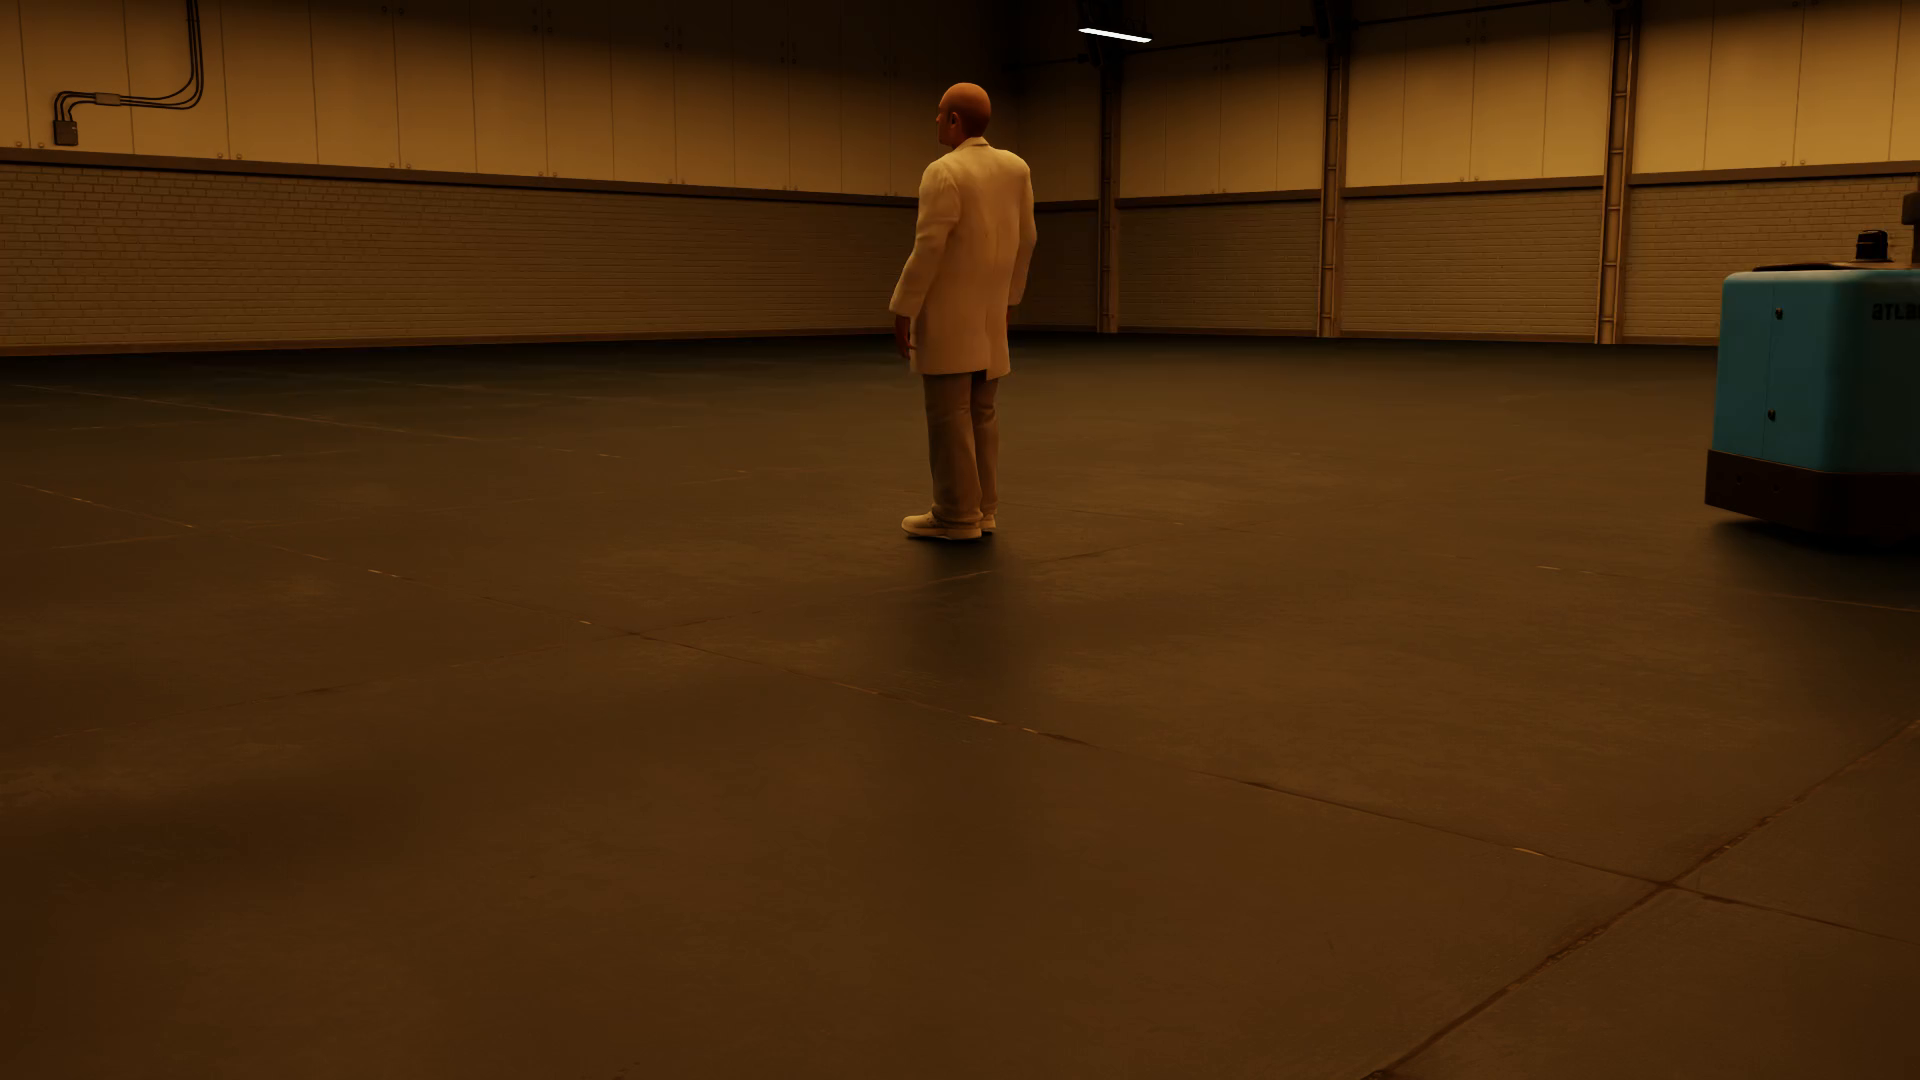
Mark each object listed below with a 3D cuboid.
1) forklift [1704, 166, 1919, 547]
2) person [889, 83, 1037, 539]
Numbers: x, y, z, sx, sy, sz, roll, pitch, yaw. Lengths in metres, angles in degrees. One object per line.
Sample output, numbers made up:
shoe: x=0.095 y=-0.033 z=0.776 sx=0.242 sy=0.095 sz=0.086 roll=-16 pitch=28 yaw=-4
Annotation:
forklift: x=4.788 y=-1.477 z=6.682 sx=3.031 sy=2.935 sz=1.130 roll=0 pitch=9 yaw=-2
person: x=-0.062 y=-0.896 z=6.649 sx=0.581 sy=1.776 sz=0.696 roll=8 pitch=12 yaw=43
